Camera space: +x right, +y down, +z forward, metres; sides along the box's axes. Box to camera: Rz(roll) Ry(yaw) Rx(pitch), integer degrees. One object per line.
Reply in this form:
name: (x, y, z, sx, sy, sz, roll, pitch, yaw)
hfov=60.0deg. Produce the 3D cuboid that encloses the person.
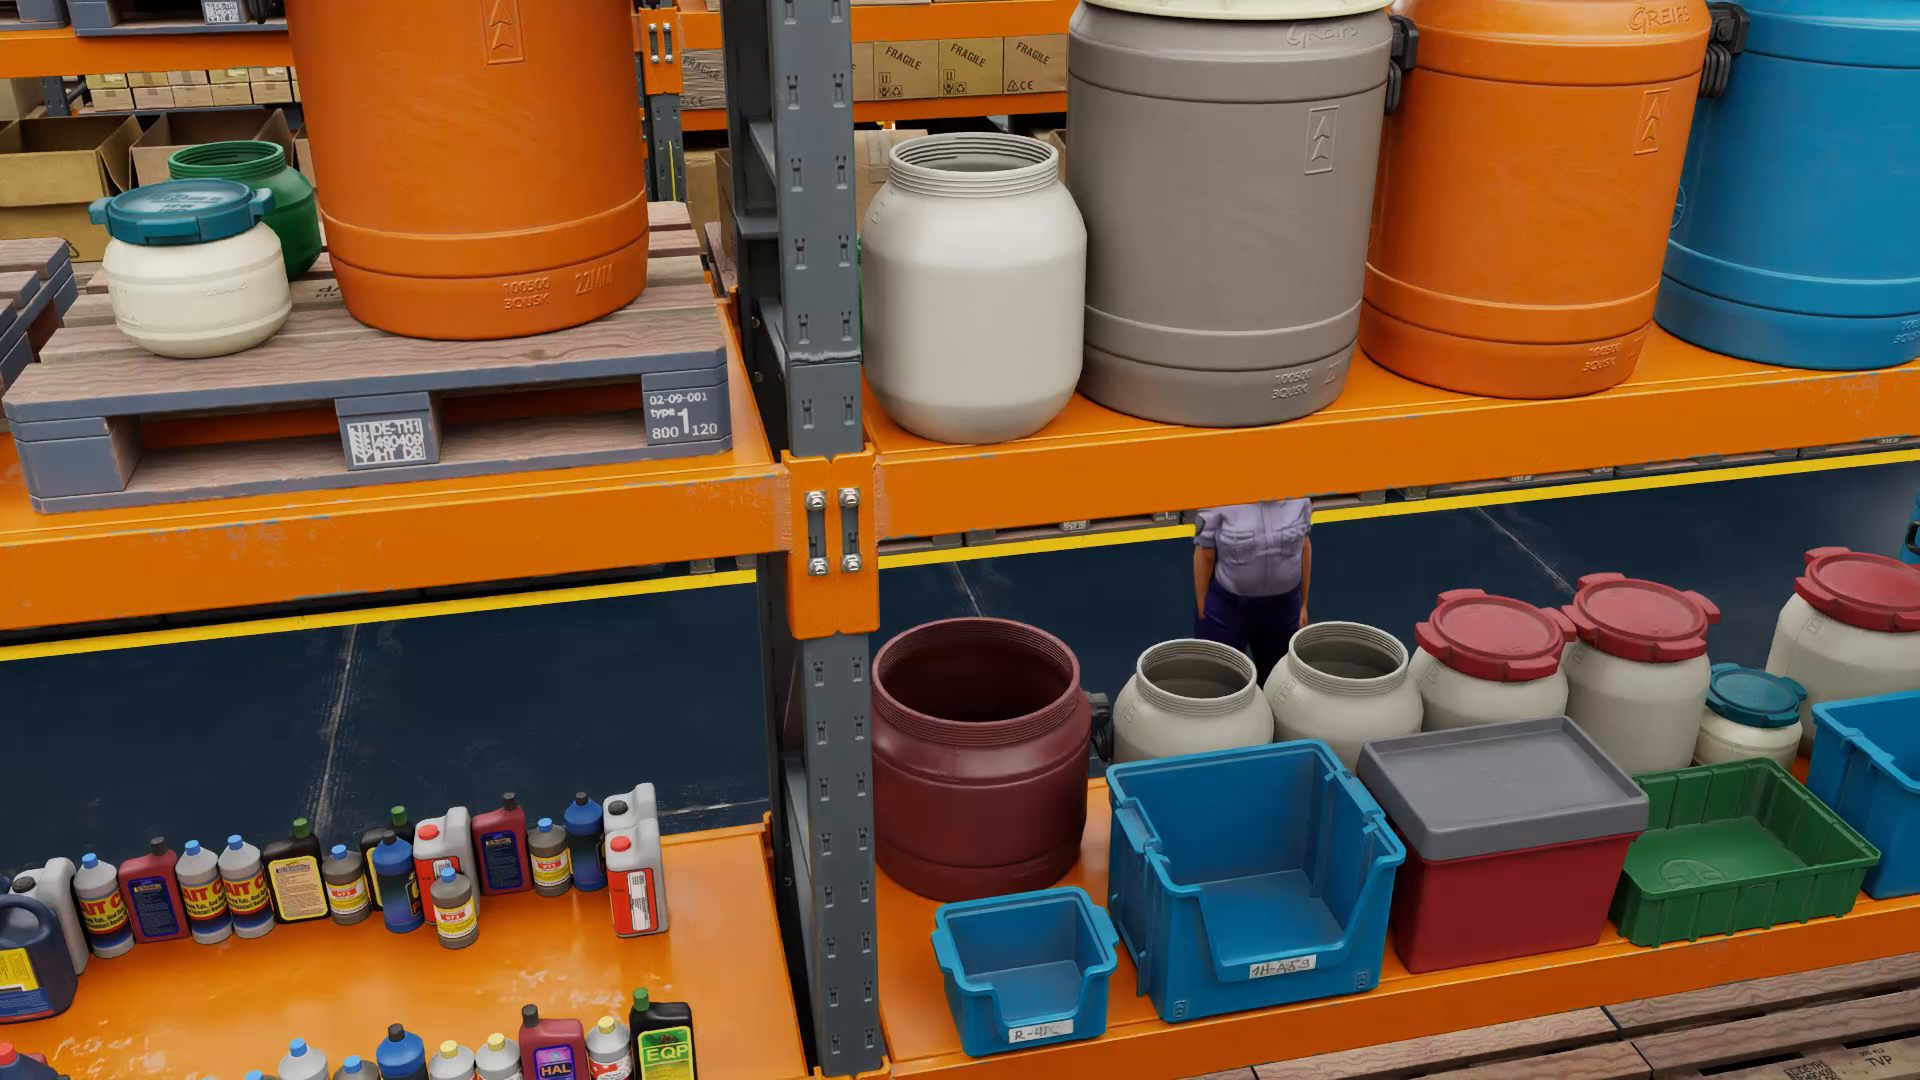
person: (1.156, 0.321, 6.610, 0.501, 1.752, 0.477, -5, 27, -10)
